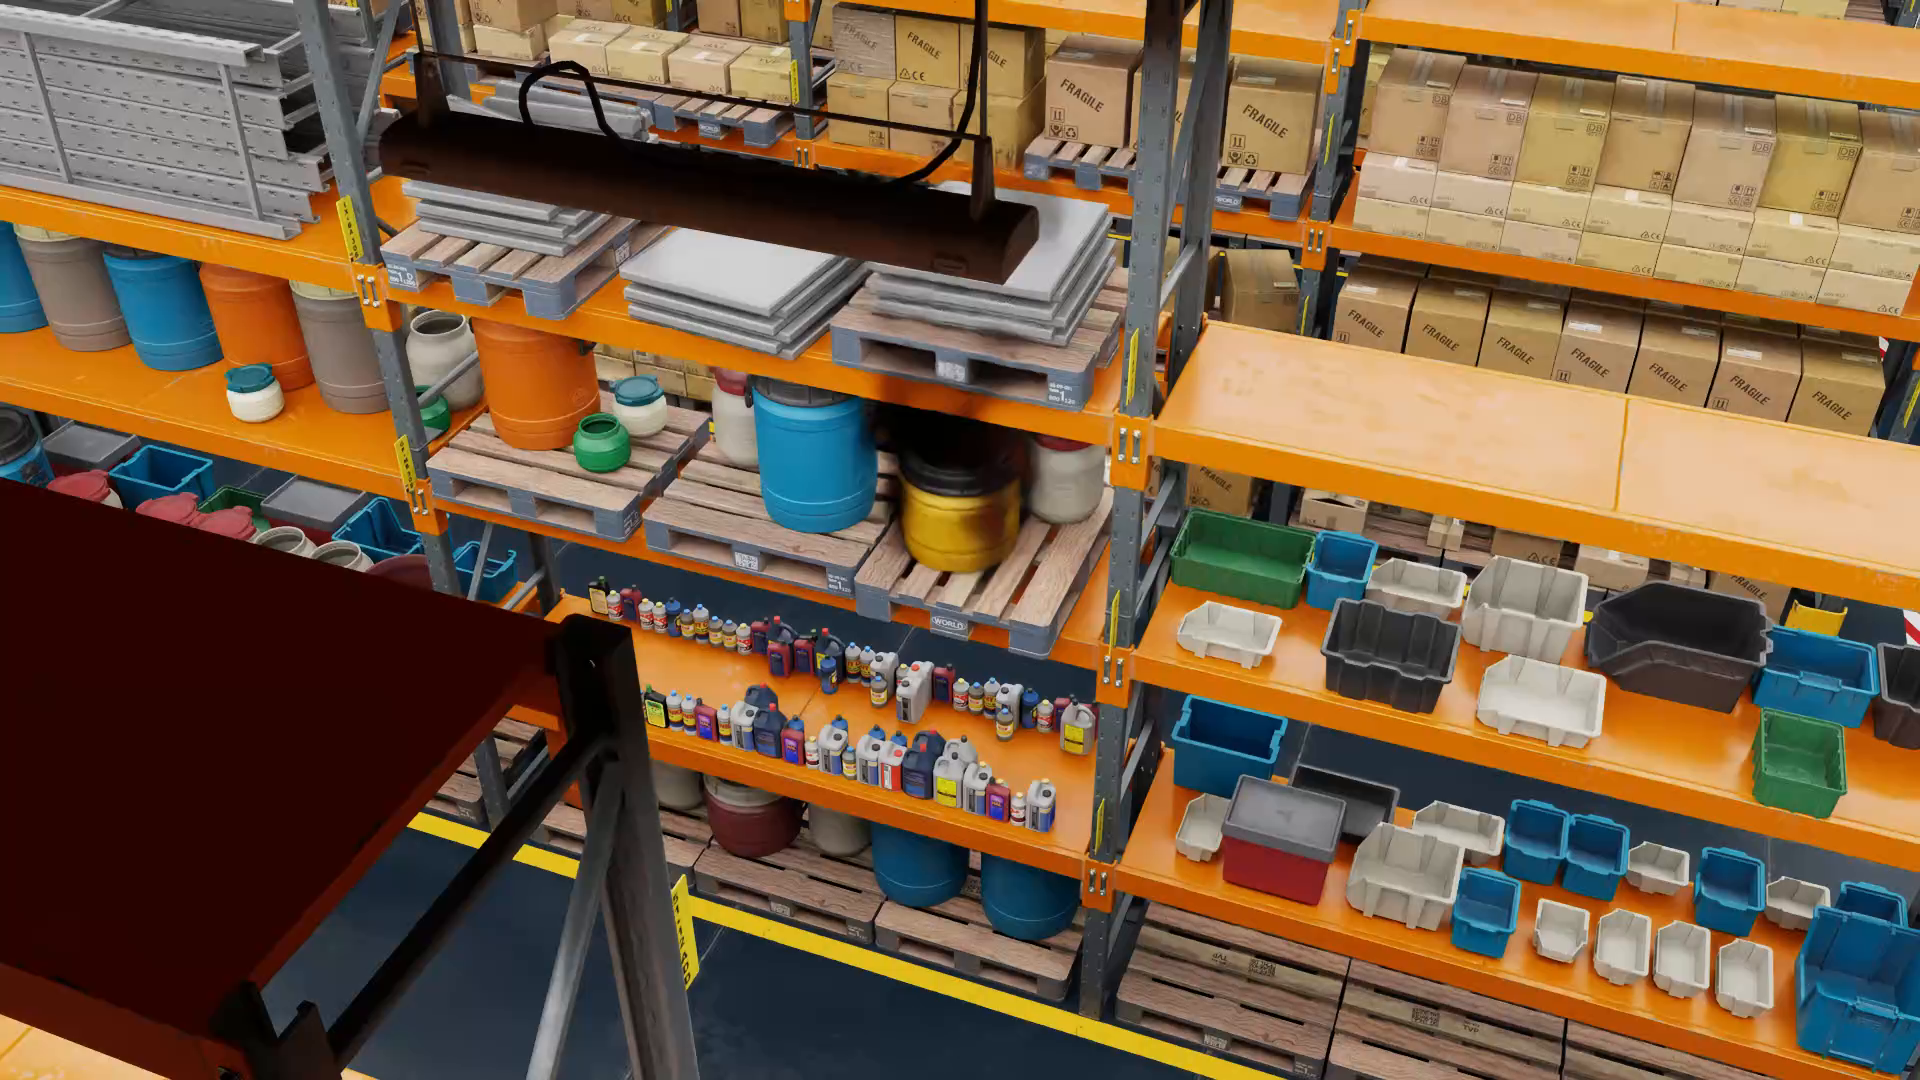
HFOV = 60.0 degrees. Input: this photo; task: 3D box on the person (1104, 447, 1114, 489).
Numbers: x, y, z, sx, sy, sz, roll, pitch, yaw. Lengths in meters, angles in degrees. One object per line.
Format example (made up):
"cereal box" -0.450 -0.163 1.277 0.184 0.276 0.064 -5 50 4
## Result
"person" 0.947 -0.082 11.633 0.666 1.790 0.592 8 37 10
